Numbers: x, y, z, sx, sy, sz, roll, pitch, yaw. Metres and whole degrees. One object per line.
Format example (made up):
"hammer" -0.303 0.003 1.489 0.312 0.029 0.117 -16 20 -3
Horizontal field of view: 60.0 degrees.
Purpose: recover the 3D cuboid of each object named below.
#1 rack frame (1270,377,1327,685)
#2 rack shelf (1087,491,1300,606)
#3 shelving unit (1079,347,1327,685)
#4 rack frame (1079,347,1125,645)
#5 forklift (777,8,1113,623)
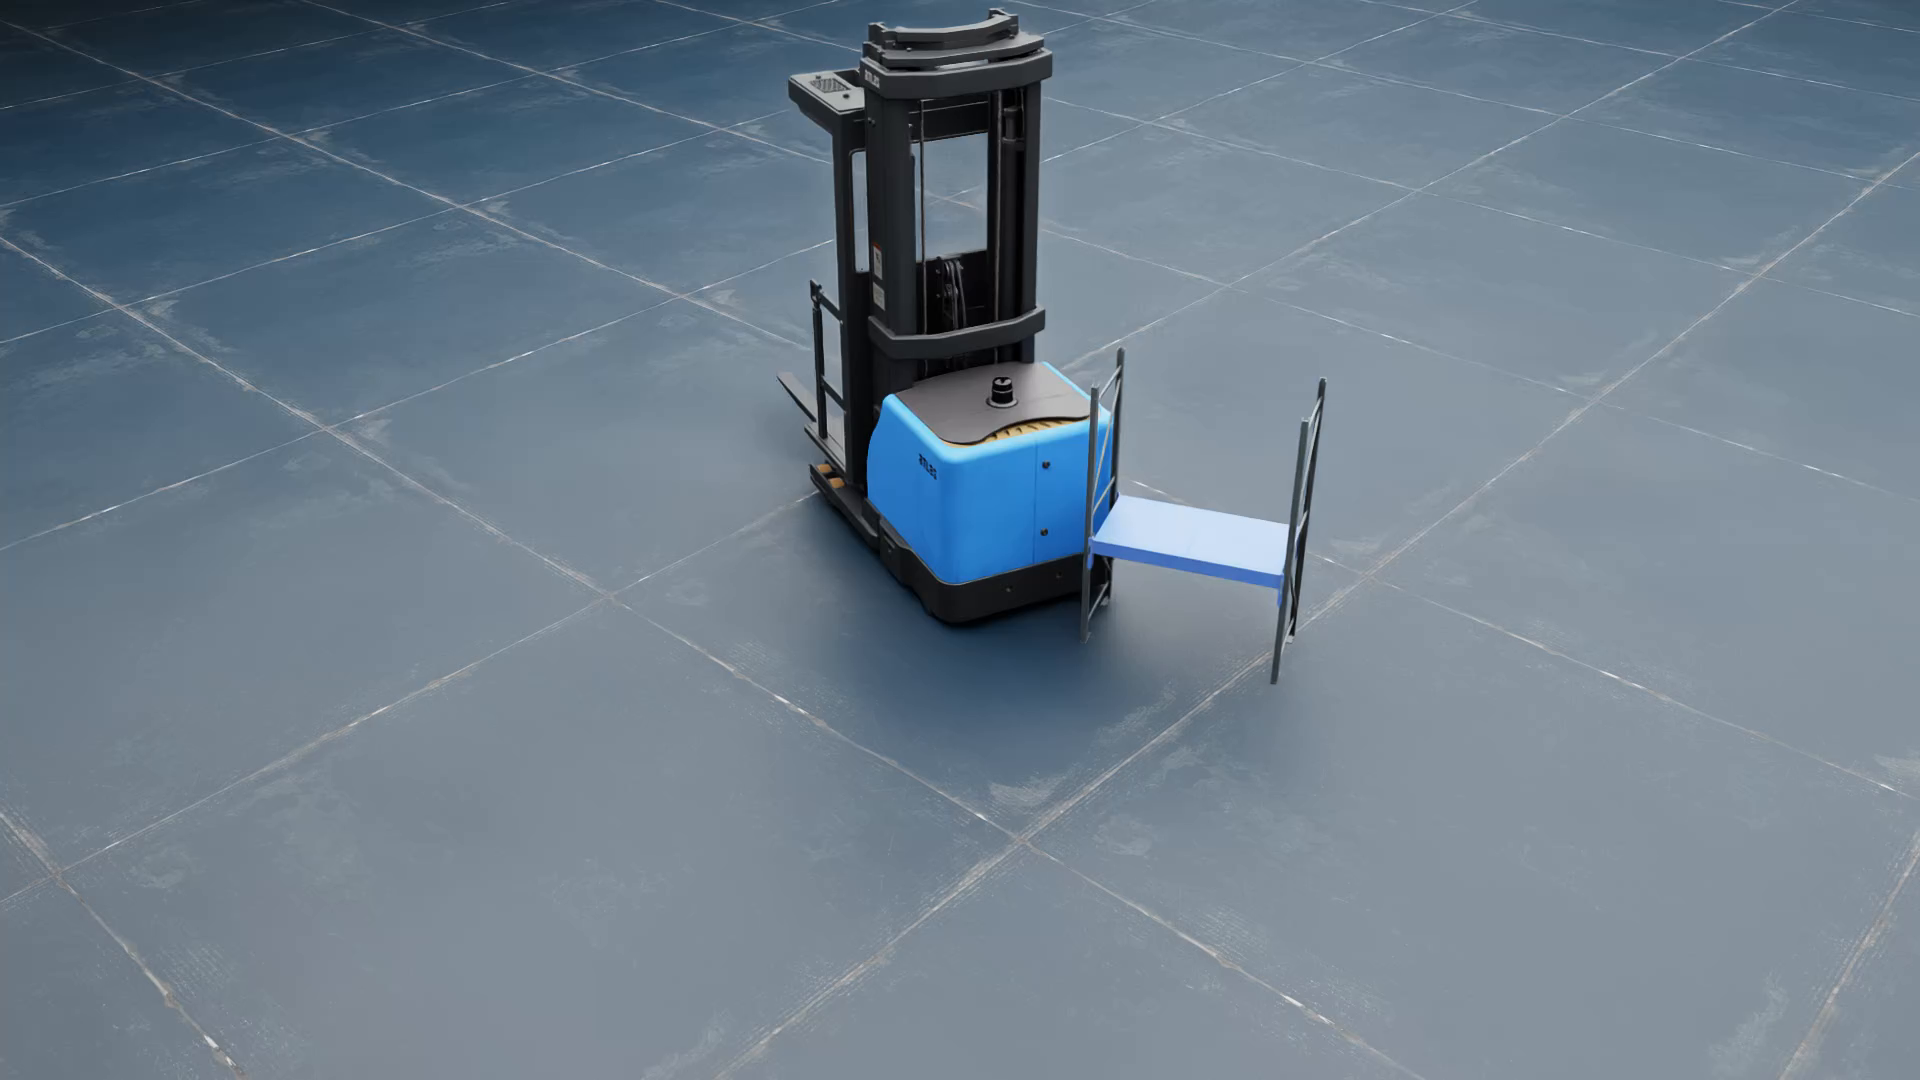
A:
"rack frame" 1.685 -0.028 8.286 0.032 1.500 0.500 11 33 18
"rack shelf" 1.209 0.034 8.532 1.000 0.185 0.538 11 33 18
"shelving unit" 1.209 -0.120 8.439 1.048 1.500 0.538 11 33 18
"rack frame" 0.733 -0.212 8.593 0.032 1.500 0.500 11 33 18
"forklift" -0.264 -1.556 9.437 1.130 2.935 3.031 -14 34 -22
